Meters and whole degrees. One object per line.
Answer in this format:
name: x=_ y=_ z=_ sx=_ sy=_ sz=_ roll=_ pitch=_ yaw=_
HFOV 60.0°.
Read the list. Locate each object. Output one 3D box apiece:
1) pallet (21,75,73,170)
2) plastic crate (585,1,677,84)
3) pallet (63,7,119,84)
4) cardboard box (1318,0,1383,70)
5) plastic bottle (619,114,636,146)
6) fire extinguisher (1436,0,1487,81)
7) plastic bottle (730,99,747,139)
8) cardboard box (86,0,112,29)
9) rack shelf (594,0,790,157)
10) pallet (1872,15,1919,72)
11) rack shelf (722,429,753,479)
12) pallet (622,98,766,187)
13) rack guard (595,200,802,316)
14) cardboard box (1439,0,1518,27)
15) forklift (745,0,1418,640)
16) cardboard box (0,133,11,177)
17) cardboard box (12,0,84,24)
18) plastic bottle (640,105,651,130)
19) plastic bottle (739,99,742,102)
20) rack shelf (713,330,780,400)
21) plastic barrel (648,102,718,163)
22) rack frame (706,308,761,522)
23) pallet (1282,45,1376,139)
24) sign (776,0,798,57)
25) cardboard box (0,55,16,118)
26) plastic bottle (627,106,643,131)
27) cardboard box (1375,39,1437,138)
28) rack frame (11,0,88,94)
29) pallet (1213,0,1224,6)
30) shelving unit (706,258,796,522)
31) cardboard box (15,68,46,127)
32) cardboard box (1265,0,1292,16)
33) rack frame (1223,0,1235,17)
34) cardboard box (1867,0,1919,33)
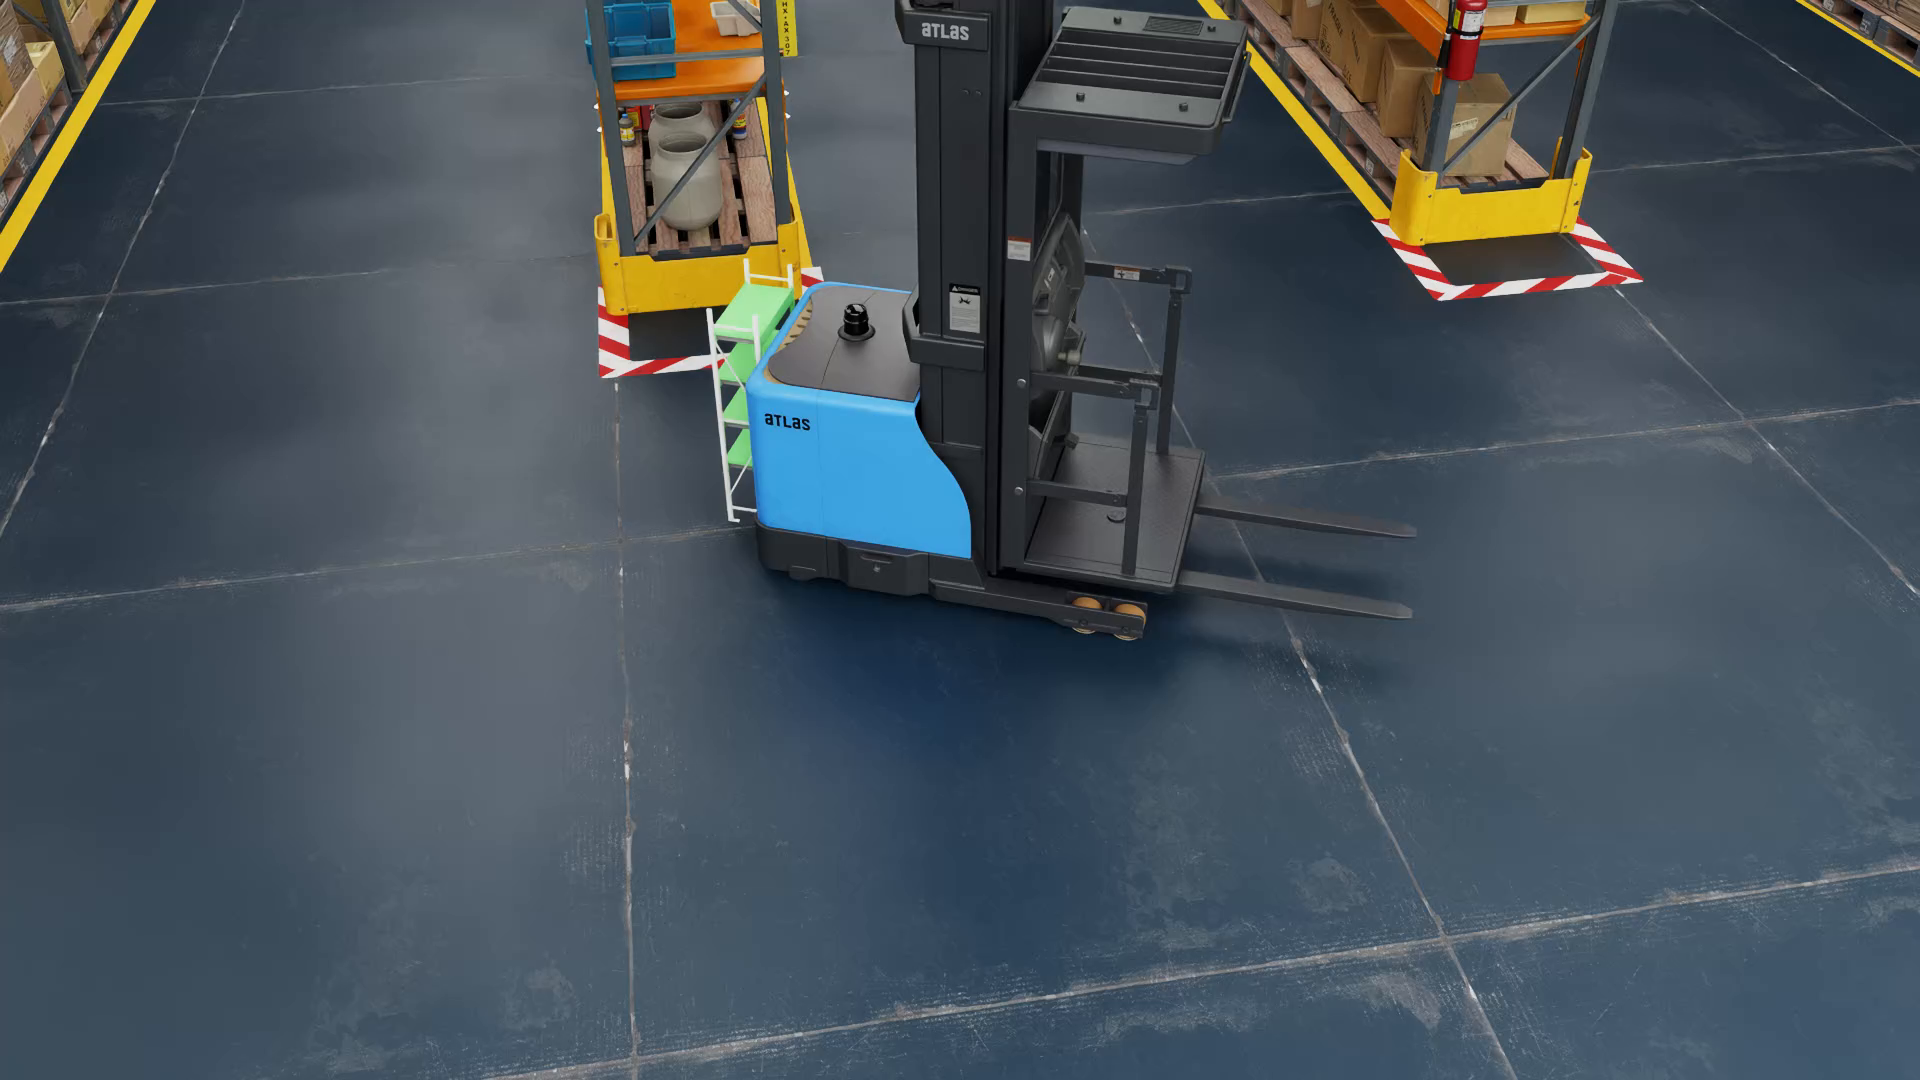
pallet: x=-6.970 y=-2.934 z=11.755 sx=1.003 sy=0.211 sz=1.213 roll=-6 pitch=38 yaw=-8
plastic crate: x=-1.872 y=-2.846 z=9.490 sx=0.499 sy=0.251 sz=0.616 roll=-6 pitch=38 yaw=-8
pallet: x=-7.236 y=-3.860 z=12.946 sx=1.003 sy=0.211 sz=1.213 roll=-6 pitch=38 yaw=-8
cardboard box: x=3.010 y=-3.804 z=12.297 sx=0.500 sy=0.500 sz=0.500 roll=-9 pitch=39 yaw=-12
plastic bottle: x=-2.243 y=-2.765 z=11.187 sx=0.097 sy=0.201 sz=0.097 roll=0 pitch=38 yaw=0
fire extinguisher: x=2.953 y=-3.018 z=9.653 sx=0.296 sy=0.674 sz=0.183 roll=-6 pitch=38 yaw=-8
plastic bottle: x=-1.501 y=-2.860 z=11.251 sx=0.097 sy=0.271 sz=0.097 roll=0 pitch=38 yaw=0
cardboard box: x=-6.983 y=-4.179 z=12.983 sx=0.500 sy=0.250 sz=0.500 roll=-5 pitch=38 yaw=-7
rack shelf: x=-1.840 y=-3.559 z=10.872 sx=1.077 sy=0.370 sz=4.000 roll=-6 pitch=38 yaw=-8
pallet: x=7.860 y=-3.748 z=12.803 sx=1.003 sy=0.211 sz=1.213 roll=-6 pitch=38 yaw=-8
rack shelf: x=-0.972 y=-0.460 z=8.260 sx=0.258 sy=0.148 sz=0.480 roll=9 pitch=39 yaw=11
pallet: x=-1.897 y=-2.801 z=11.583 sx=1.003 sy=0.211 sz=1.213 roll=-6 pitch=38 yaw=-8
rack guard: x=-1.549 y=-1.688 z=9.916 sx=1.175 sy=0.500 sz=0.348 roll=-6 pitch=38 yaw=-8
cardboard box: x=3.134 y=-3.218 z=10.052 sx=0.380 sy=0.149 sz=0.250 roll=-6 pitch=38 yaw=-8
forklift: x=0.611 y=-1.063 z=7.129 sx=3.031 sy=2.935 sz=1.130 roll=9 pitch=39 yaw=11
cardboard box: x=-6.503 y=-2.438 z=10.742 sx=0.500 sy=0.250 sz=0.500 roll=-6 pitch=38 yaw=-8
cardboard box: x=-6.895 y=-4.098 z=12.422 sx=0.500 sy=0.311 sz=0.500 roll=-6 pitch=38 yaw=-8
plastic bottle: x=-2.156 y=-2.965 z=11.377 sx=0.061 sy=0.283 sz=0.133 roll=-6 pitch=38 yaw=-8
plastic bottle: x=-1.522 y=-3.003 z=11.426 sx=0.061 sy=0.283 sz=0.133 roll=-6 pitch=38 yaw=-7
rack shelf: x=-0.972 y=-0.839 z=7.965 sx=0.258 sy=0.148 sz=0.480 roll=9 pitch=39 yaw=11
plastic barrel: x=-1.768 y=-2.510 z=10.621 sx=0.421 sy=0.512 sz=0.421 roll=0 pitch=38 yaw=0
rack frame: x=-1.032 y=-0.555 z=7.886 sx=0.240 sy=1.200 sz=0.015 roll=9 pitch=39 yaw=11
pallet: x=3.055 y=-3.342 z=12.279 sx=1.003 sy=0.211 sz=1.213 roll=-6 pitch=38 yaw=-8
sign: x=-0.947 y=-2.800 z=9.084 sx=0.100 sy=0.325 sz=0.005 roll=-6 pitch=38 yaw=-8
cardboard box: x=-6.604 y=-3.035 z=10.899 sx=0.500 sy=0.500 sz=0.500 roll=-6 pitch=38 yaw=-8
plastic bottle: x=-2.260 y=-2.950 z=11.364 sx=0.152 sy=0.276 sz=0.135 roll=-6 pitch=38 yaw=-8
cardboard box: x=3.155 y=-3.082 z=11.368 sx=0.500 sy=0.500 sz=0.500 roll=3 pitch=38 yaw=4
rack frame: x=-7.068 y=-4.520 z=11.523 sx=1.000 sy=3.000 sz=0.127 roll=-6 pitch=38 yaw=-8
pallet: x=2.547 y=-4.952 z=14.352 sx=1.003 sy=0.211 sz=1.213 roll=-6 pitch=38 yaw=-8
shelving unit: x=-0.972 y=-0.700 z=8.073 sx=0.258 sy=1.200 sz=0.503 roll=9 pitch=39 yaw=11
cardboard box: x=-6.694 y=-3.040 z=11.518 sx=0.500 sy=0.250 sz=0.500 roll=-6 pitch=38 yaw=-8
cardboard box: x=2.716 y=-4.516 z=13.213 sx=0.500 sy=0.500 sz=0.500 roll=-7 pitch=38 yaw=-9
rack frame: x=2.685 y=-5.583 z=12.892 sx=1.000 sy=3.000 sz=0.127 roll=-6 pitch=38 yaw=-8
cardboard box: x=7.789 y=-4.451 z=12.824 sx=0.875 sy=0.875 sz=0.875 roll=-6 pitch=38 yaw=-8
